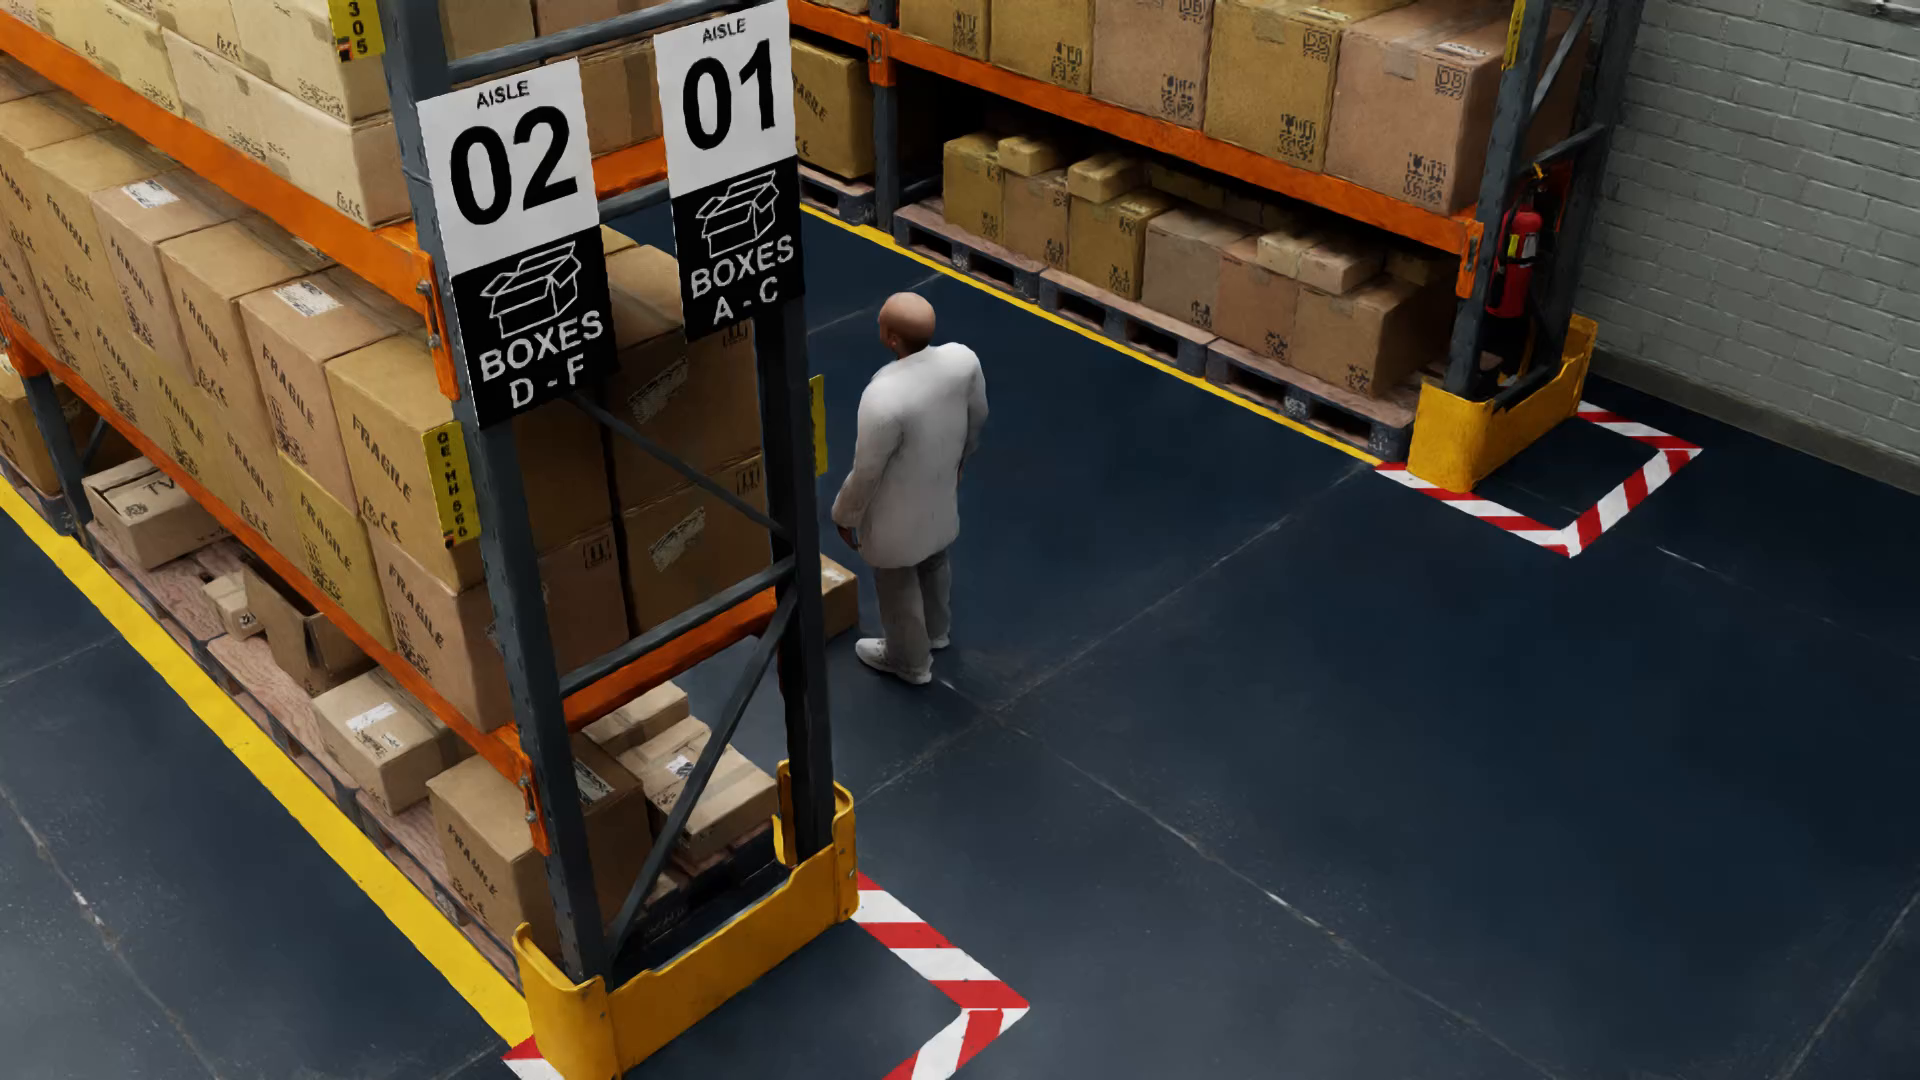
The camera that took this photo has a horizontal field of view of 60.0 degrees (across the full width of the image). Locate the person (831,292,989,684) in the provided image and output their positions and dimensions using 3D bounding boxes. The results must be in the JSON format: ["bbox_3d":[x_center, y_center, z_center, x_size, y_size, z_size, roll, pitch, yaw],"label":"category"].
[{"bbox_3d":[-0.263,-0.215,6.450,0.694,1.776,0.582,-29,44,-34],"label":"person"}]
